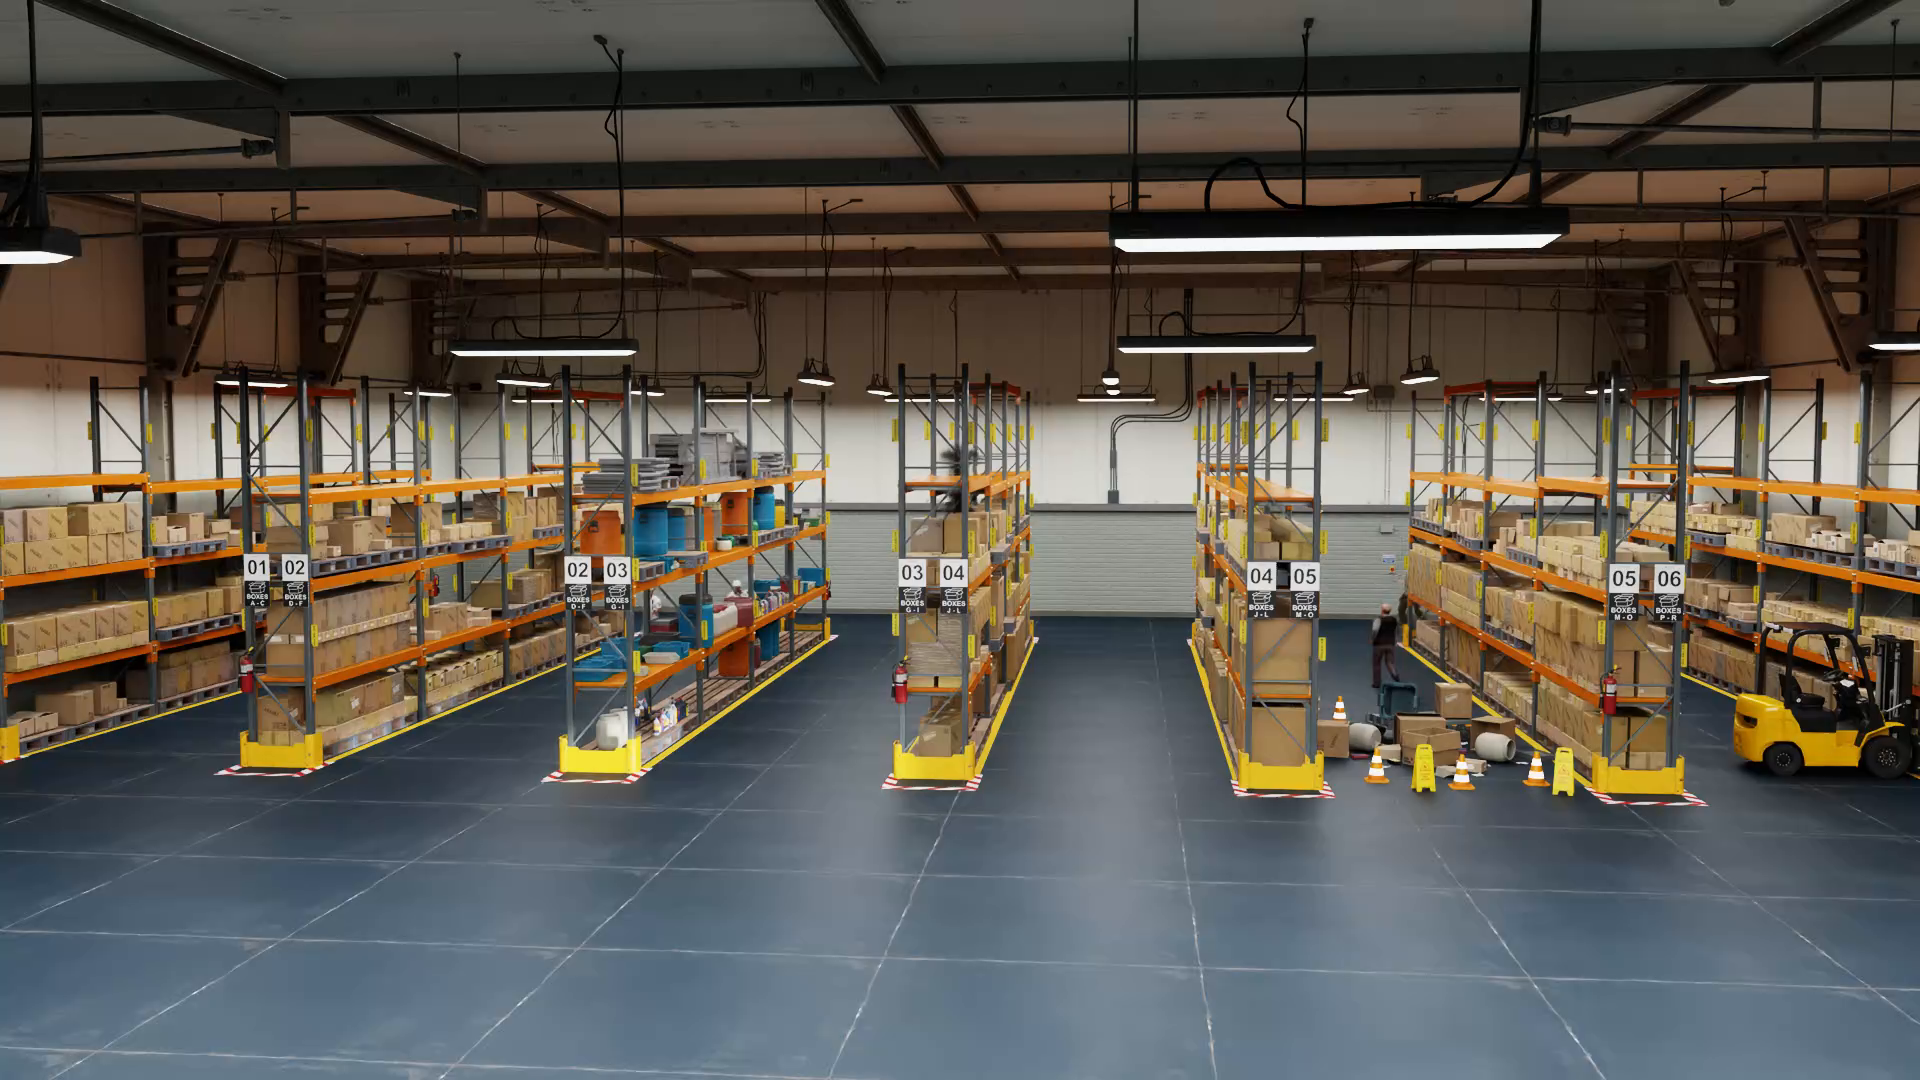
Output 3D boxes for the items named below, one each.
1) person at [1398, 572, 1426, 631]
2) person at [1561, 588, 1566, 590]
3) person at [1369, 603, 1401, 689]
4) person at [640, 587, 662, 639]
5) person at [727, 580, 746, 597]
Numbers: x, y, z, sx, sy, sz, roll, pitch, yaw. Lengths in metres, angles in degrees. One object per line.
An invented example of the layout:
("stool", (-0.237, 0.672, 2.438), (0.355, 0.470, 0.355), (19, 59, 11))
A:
("person", (11.361, 1.430, 41.771), (0.865, 1.845, 0.684), (-1, 4, -15))
("person", (13.247, 1.871, 36.312), (0.573, 1.617, 0.954), (-1, 4, -16))
("person", (8.251, 2.075, 32.294), (0.653, 1.698, 0.905), (0, 4, -7))
("person", (-6.845, 1.807, 36.824), (0.522, 1.704, 0.771), (0, 4, 6))
("person", (-4.981, 1.736, 37.855), (0.698, 1.679, 0.758), (1, 4, 15))
